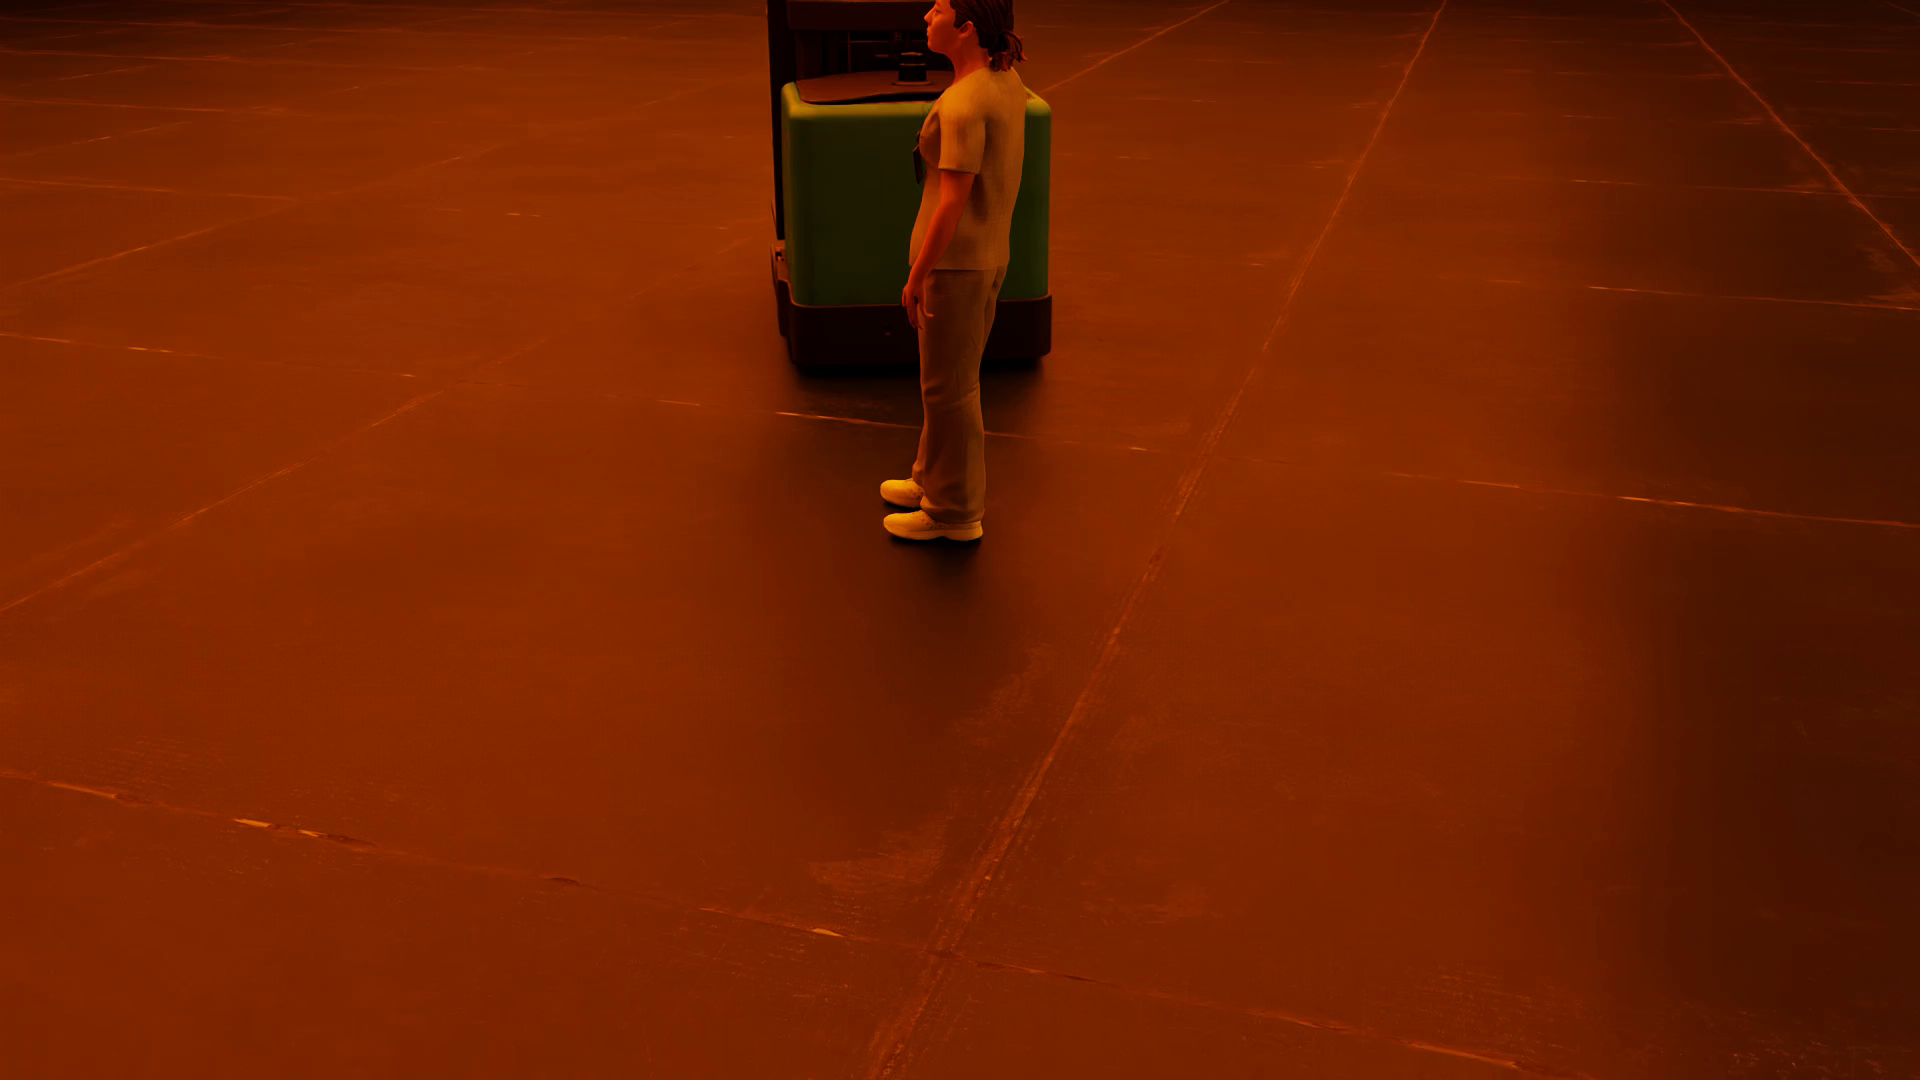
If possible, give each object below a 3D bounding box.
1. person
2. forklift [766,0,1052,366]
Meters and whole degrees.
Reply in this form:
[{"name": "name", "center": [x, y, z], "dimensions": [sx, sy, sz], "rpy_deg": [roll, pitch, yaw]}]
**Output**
[{"name": "person", "center": [-0.074, -0.791, 4.835], "dimensions": [0.532, 1.663, 0.549], "rpy_deg": [7, 23, 16]}, {"name": "forklift", "center": [-0.340, -2.574, 7.513], "dimensions": [1.130, 2.935, 3.031], "rpy_deg": [-3, 23, -7]}]
